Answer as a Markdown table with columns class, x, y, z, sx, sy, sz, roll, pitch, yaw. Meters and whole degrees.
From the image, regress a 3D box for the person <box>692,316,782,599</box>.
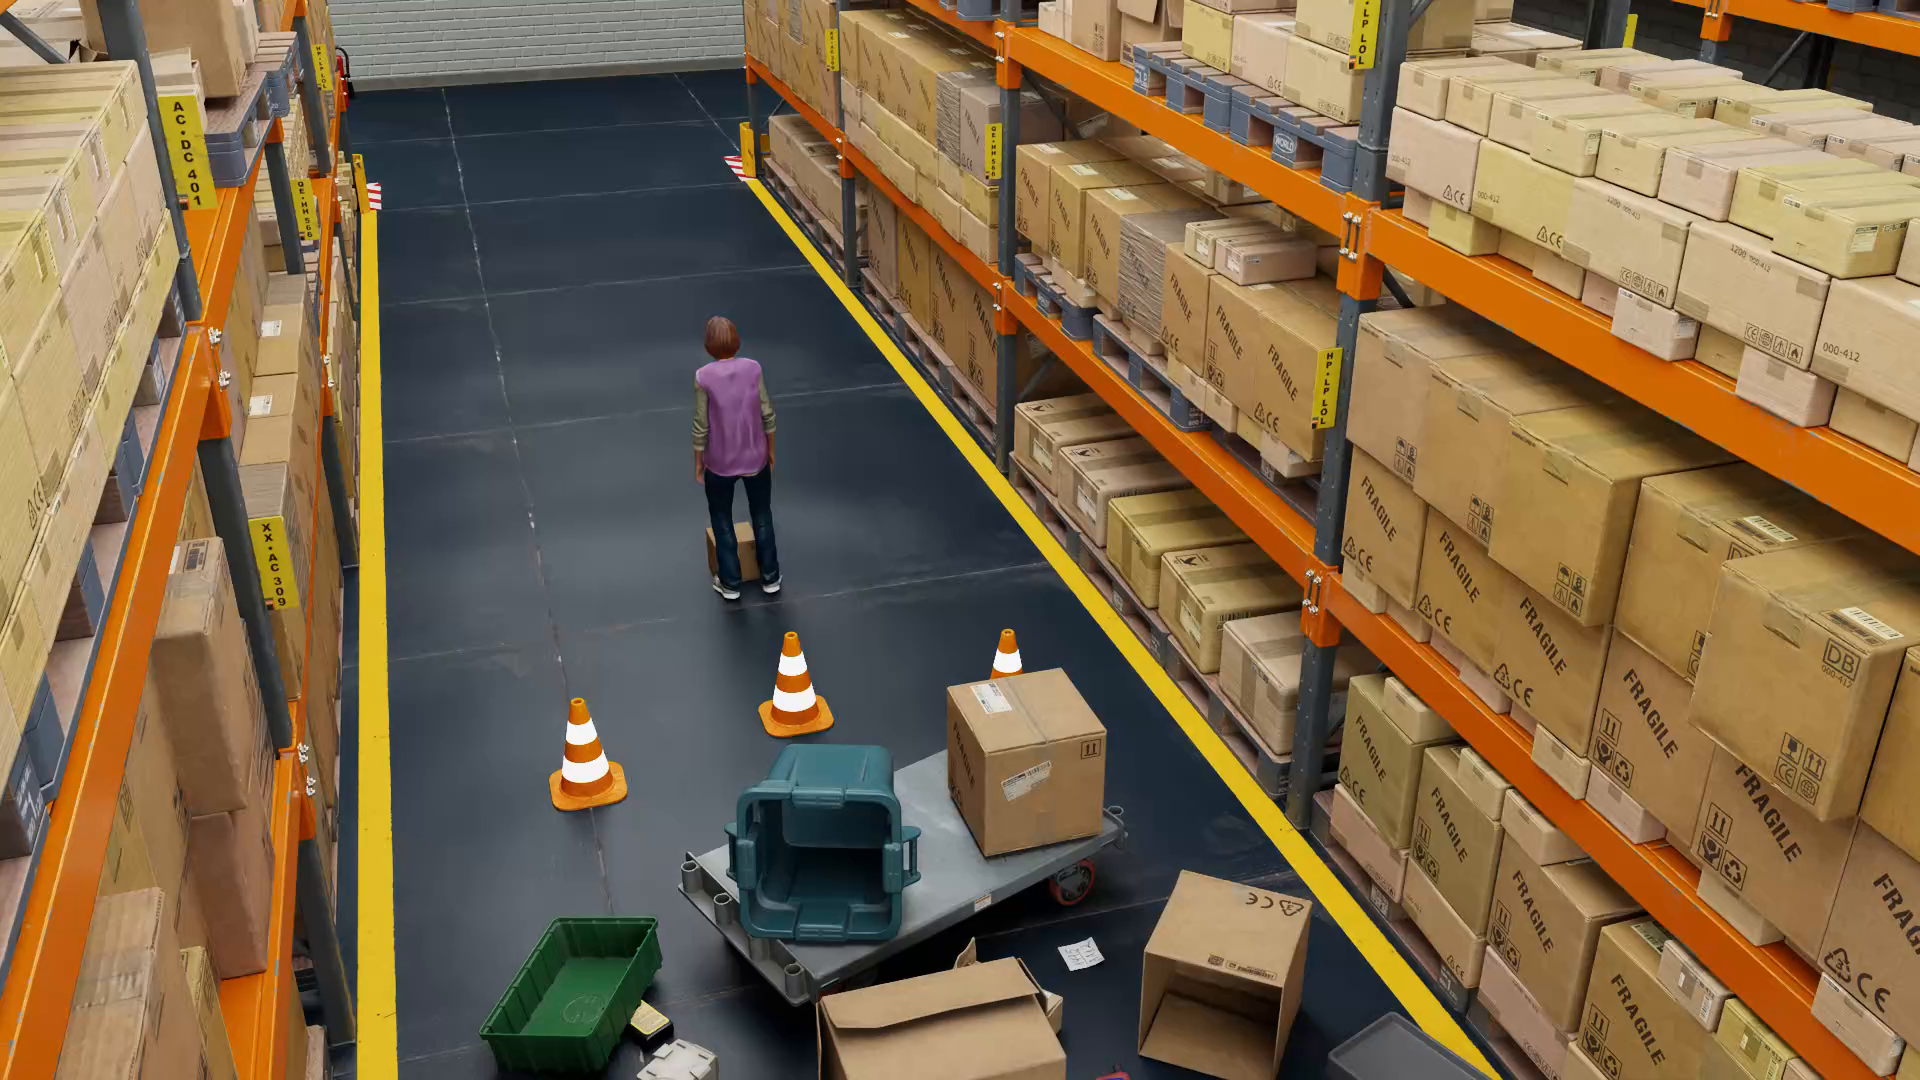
| class | x | y | z | sx | sy | sz | roll | pitch | yaw |
| --- | --- | --- | --- | --- | --- | --- | --- | --- | --- |
| person | -1.208 | -0.423 | 8.972 | 0.471 | 1.590 | 0.348 | -10 | 28 | -18 |
